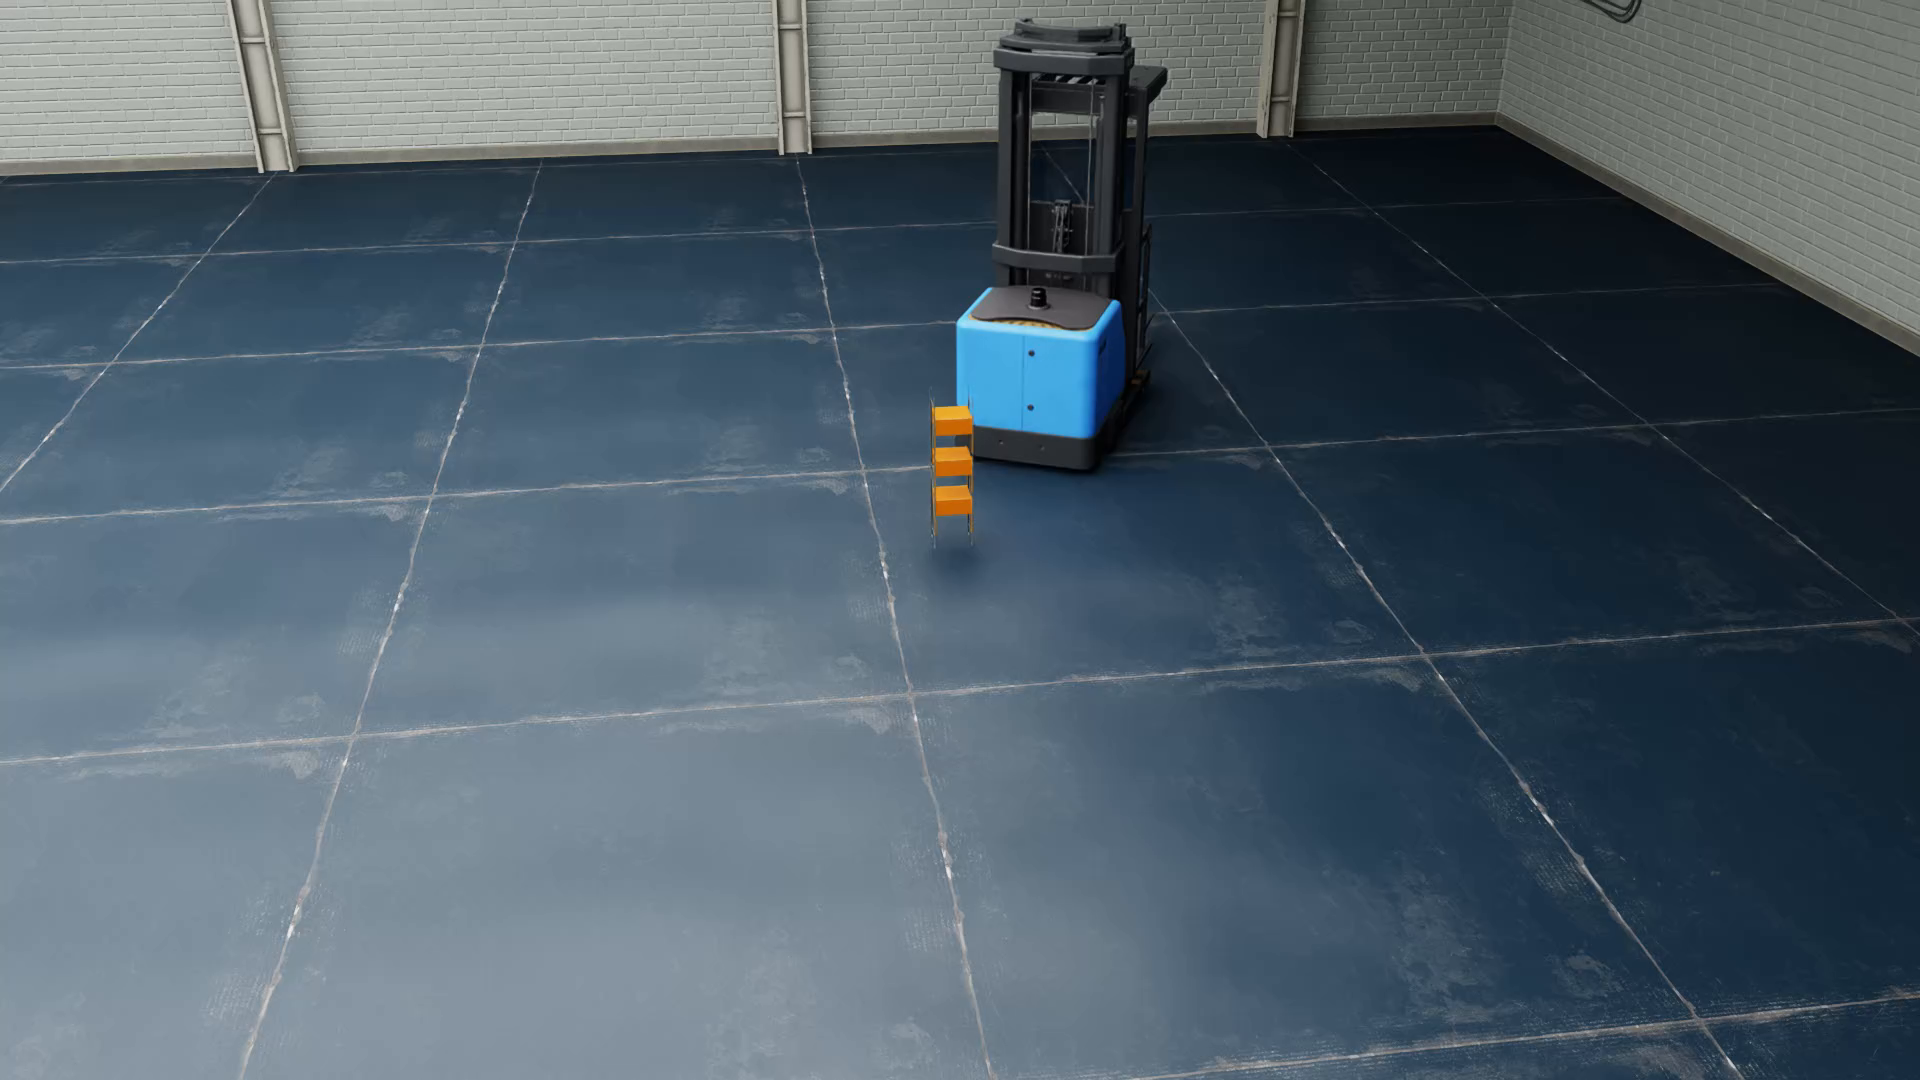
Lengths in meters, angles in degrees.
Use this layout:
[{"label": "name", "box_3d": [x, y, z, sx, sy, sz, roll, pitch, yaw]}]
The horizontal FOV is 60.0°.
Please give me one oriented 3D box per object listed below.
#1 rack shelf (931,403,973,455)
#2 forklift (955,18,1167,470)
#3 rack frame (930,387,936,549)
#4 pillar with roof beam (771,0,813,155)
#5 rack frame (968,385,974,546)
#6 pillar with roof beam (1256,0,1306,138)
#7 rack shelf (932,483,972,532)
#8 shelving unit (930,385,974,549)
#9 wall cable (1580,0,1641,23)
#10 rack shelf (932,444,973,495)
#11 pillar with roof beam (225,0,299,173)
[{"label": "rack shelf", "box_3d": [-0.053, -0.707, 10.581, 0.240, 0.259, 0.215, -4, 27, -7]}, {"label": "forklift", "box_3d": [0.887, -2.455, 12.526, 1.130, 2.935, 3.031, 8, 28, 15]}, {"label": "rack frame", "box_3d": [-0.174, -0.456, 10.691, 0.008, 1.050, 0.200, -4, 27, -7]}, {"label": "pillar with roof beam", "box_3d": [-1.394, -6.767, 14.284, 0.400, 9.000, 9.100, -4, 27, -7]}, {"label": "rack frame", "box_3d": [0.068, -0.471, 10.721, 0.008, 1.050, 0.200, -4, 27, -7]}, {"label": "pillar with roof beam", "box_3d": [4.548, -7.149, 15.027, 0.400, 9.000, 9.100, -4, 27, -7]}, {"label": "rack shelf", "box_3d": [-0.053, -0.207, 10.838, 0.240, 0.259, 0.215, -4, 27, -7]}, {"label": "shelving unit", "box_3d": [-0.053, -0.464, 10.706, 0.252, 1.050, 0.215, -4, 27, -7]}, {"label": "wall cable", "box_3d": [7.050, -7.303, 18.729, 0.112, 2.526, 3.097, -4, 27, -7]}, {"label": "rack shelf", "box_3d": [-0.053, -0.454, 10.711, 0.240, 0.259, 0.215, -4, 27, -7]}, {"label": "pillar with roof beam", "box_3d": [-7.335, -6.385, 13.540, 0.400, 9.000, 9.100, -4, 27, -7]}]
